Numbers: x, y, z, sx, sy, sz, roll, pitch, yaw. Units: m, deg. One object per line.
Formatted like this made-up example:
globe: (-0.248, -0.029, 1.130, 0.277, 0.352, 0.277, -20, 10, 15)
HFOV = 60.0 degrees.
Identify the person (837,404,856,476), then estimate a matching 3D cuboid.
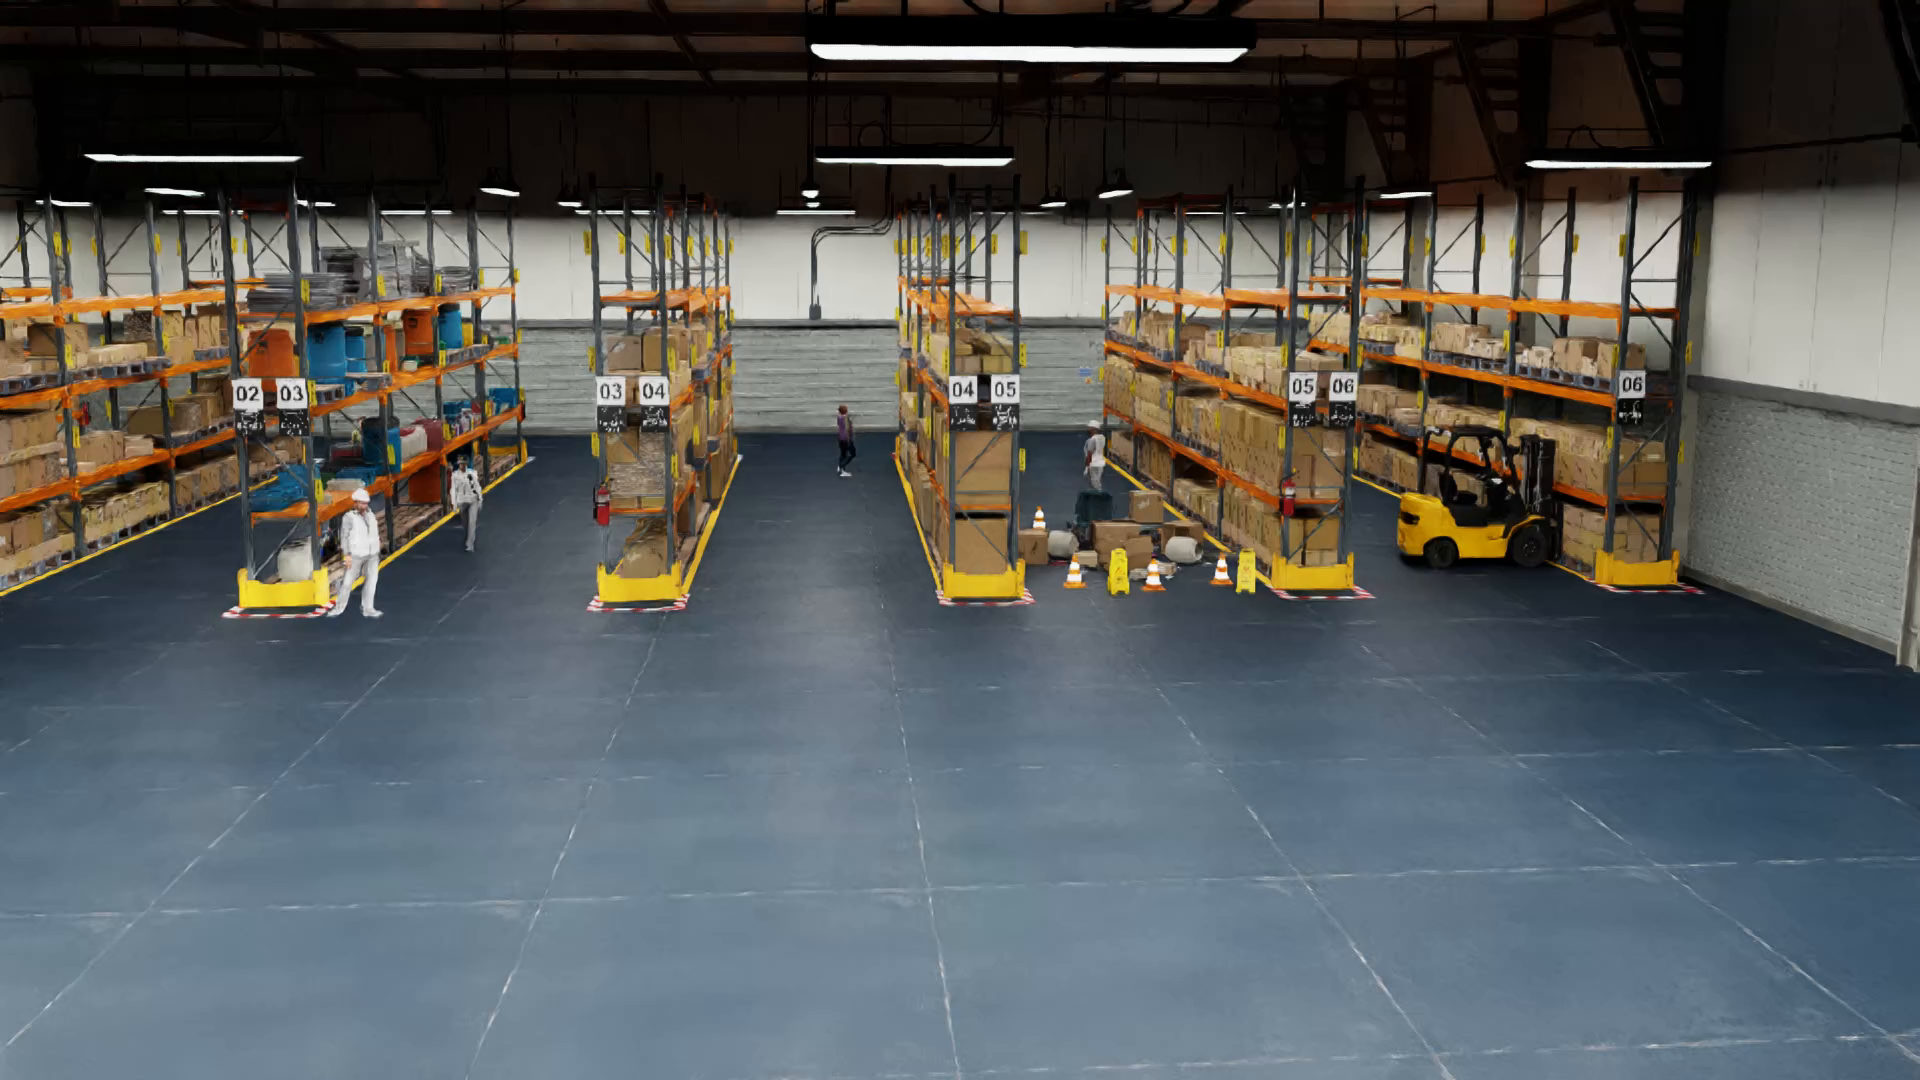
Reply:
person: (-2.542, -2.187, 36.495, 0.407, 1.594, 0.459, -7, 12, -35)

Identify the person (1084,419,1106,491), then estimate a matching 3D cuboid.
person: (2.500, -1.383, 31.319, 0.577, 1.783, 0.662, 4, 11, 23)

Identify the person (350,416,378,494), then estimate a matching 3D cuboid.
person: (-12.098, -1.729, 33.880, 0.598, 1.617, 0.507, -1, 10, -6)

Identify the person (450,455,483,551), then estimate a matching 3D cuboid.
person: (-8.230, -0.648, 27.684, 0.495, 1.589, 1.086, 0, 10, -2)

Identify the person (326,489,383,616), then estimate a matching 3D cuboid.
person: (-8.256, 0.184, 22.608, 0.512, 1.765, 0.728, 9, 13, 41)
